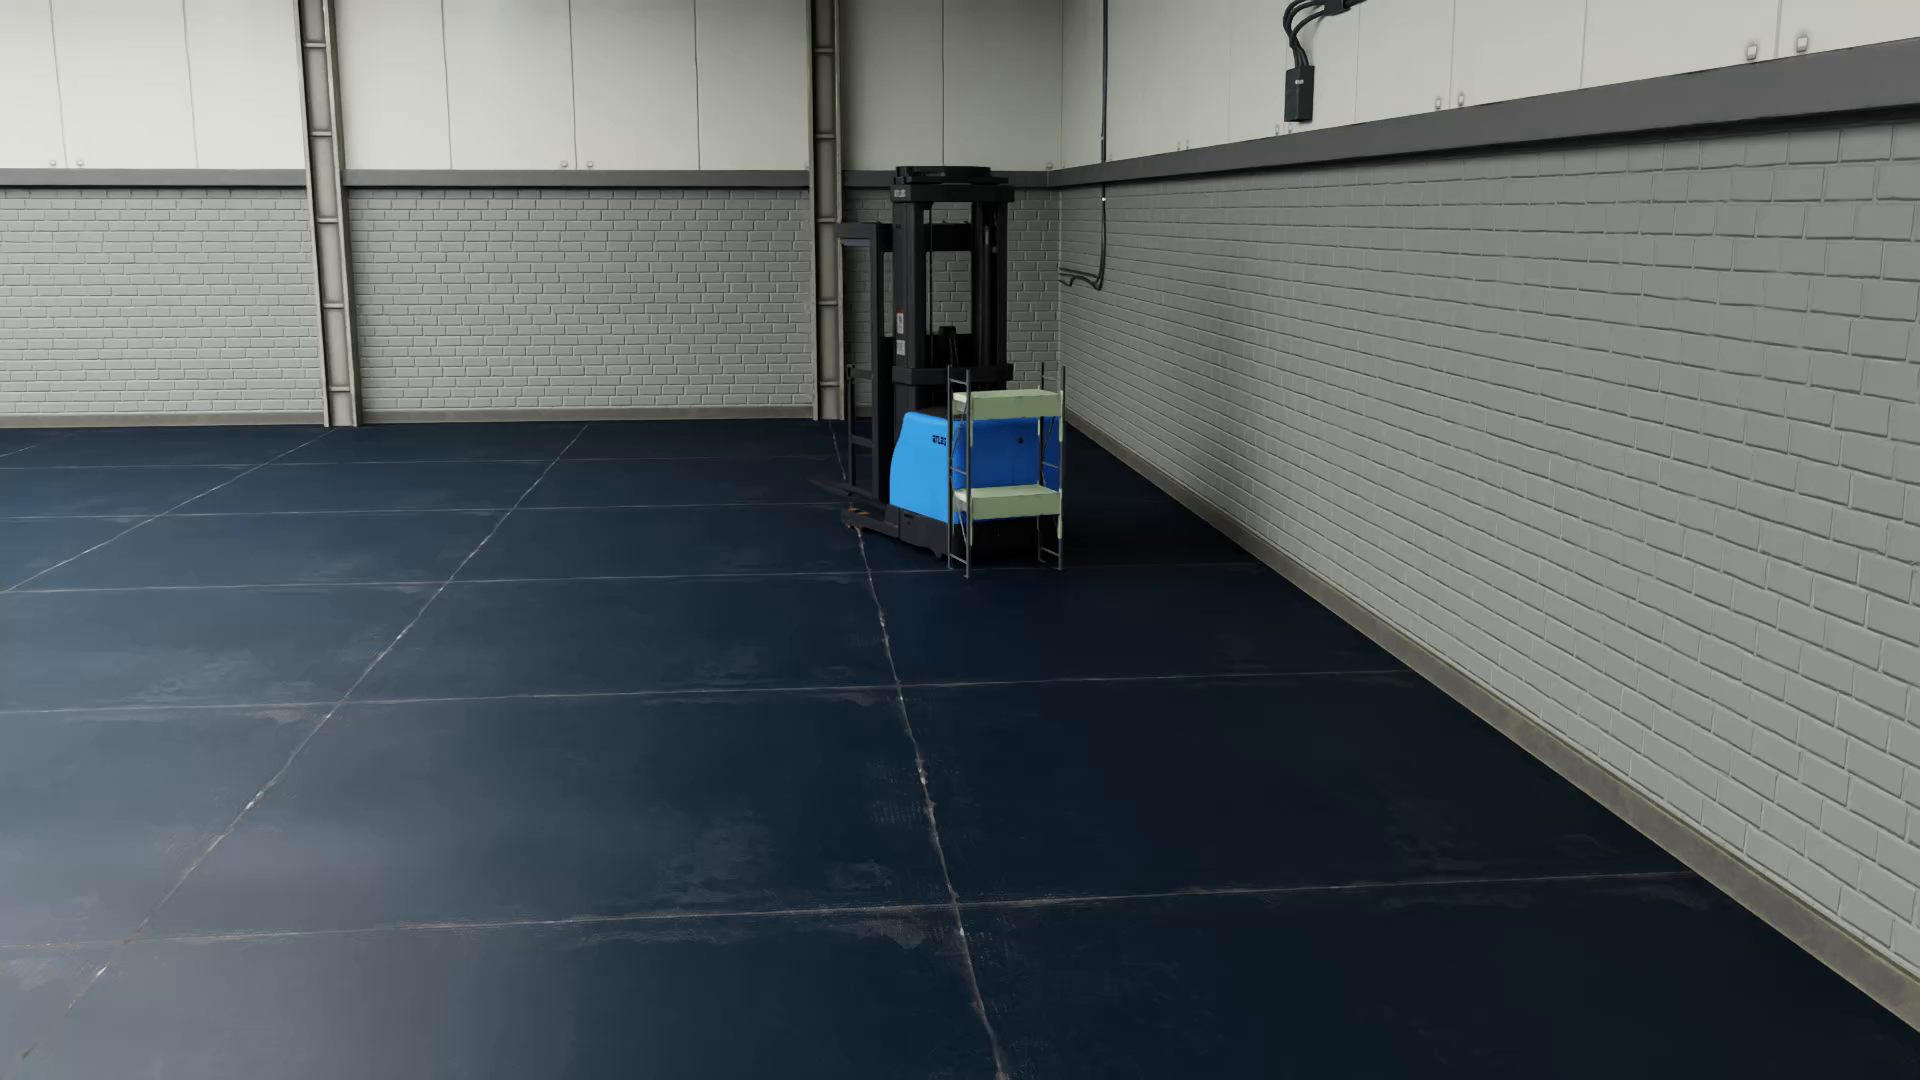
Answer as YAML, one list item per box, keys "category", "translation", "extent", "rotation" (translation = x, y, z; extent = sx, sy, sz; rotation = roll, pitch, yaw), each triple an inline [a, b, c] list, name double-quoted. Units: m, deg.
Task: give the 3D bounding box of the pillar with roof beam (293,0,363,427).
- category: "pillar with roof beam"
  translation: [-7.175, -5.017, 15.560]
  extent: [0.400, 9.000, 9.100]
  rotation: [-1, 11, -6]

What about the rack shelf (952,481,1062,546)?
- category: "rack shelf"
  translation: [0.334, -0.201, 12.194]
  extent: [0.720, 0.370, 0.431]
  rotation: [-4, 12, -21]

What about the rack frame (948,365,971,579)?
- category: "rack frame"
  translation: [-0.006, -0.495, 11.998]
  extent: [0.023, 1.500, 0.400]
  rotation: [-4, 12, -21]

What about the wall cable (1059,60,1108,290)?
- category: "wall cable"
  translation: [1.396, -4.252, 19.717]
  extent: [0.112, 2.526, 3.097]
  rotation: [-1, 11, -6]

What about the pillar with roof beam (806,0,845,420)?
- category: "pillar with roof beam"
  translation: [-1.211, -5.142, 16.196]
  extent: [0.400, 9.000, 9.100]
  rotation: [-1, 11, -6]

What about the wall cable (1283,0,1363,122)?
- category: "wall cable"
  translation: [2.406, -5.623, 9.827]
  extent: [0.169, 6.003, 2.305]
  rotation: [-1, 11, -6]

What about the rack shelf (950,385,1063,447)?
- category: "rack shelf"
  translation: [0.334, -0.904, 12.056]
  extent: [0.720, 0.370, 0.431]
  rotation: [-4, 12, -21]

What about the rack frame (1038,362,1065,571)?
- category: "rack frame"
  translation: [0.674, -0.547, 12.264]
  extent: [0.023, 1.500, 0.400]
  rotation: [-4, 12, -21]

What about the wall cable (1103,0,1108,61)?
- category: "wall cable"
  translation: [1.688, -6.211, 16.591]
  extent: [0.112, 2.526, 3.097]
  rotation: [-1, 11, -6]

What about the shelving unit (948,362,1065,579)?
- category: "shelving unit"
  translation: [0.334, -0.521, 12.131]
  extent: [0.755, 1.500, 0.431]
  rotation: [-4, 12, -21]

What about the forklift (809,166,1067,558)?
- category: "forklift"
  translation: [-0.334, -1.543, 13.617]
  extent: [1.130, 2.935, 3.031]
  rotation: [-6, 13, -29]
